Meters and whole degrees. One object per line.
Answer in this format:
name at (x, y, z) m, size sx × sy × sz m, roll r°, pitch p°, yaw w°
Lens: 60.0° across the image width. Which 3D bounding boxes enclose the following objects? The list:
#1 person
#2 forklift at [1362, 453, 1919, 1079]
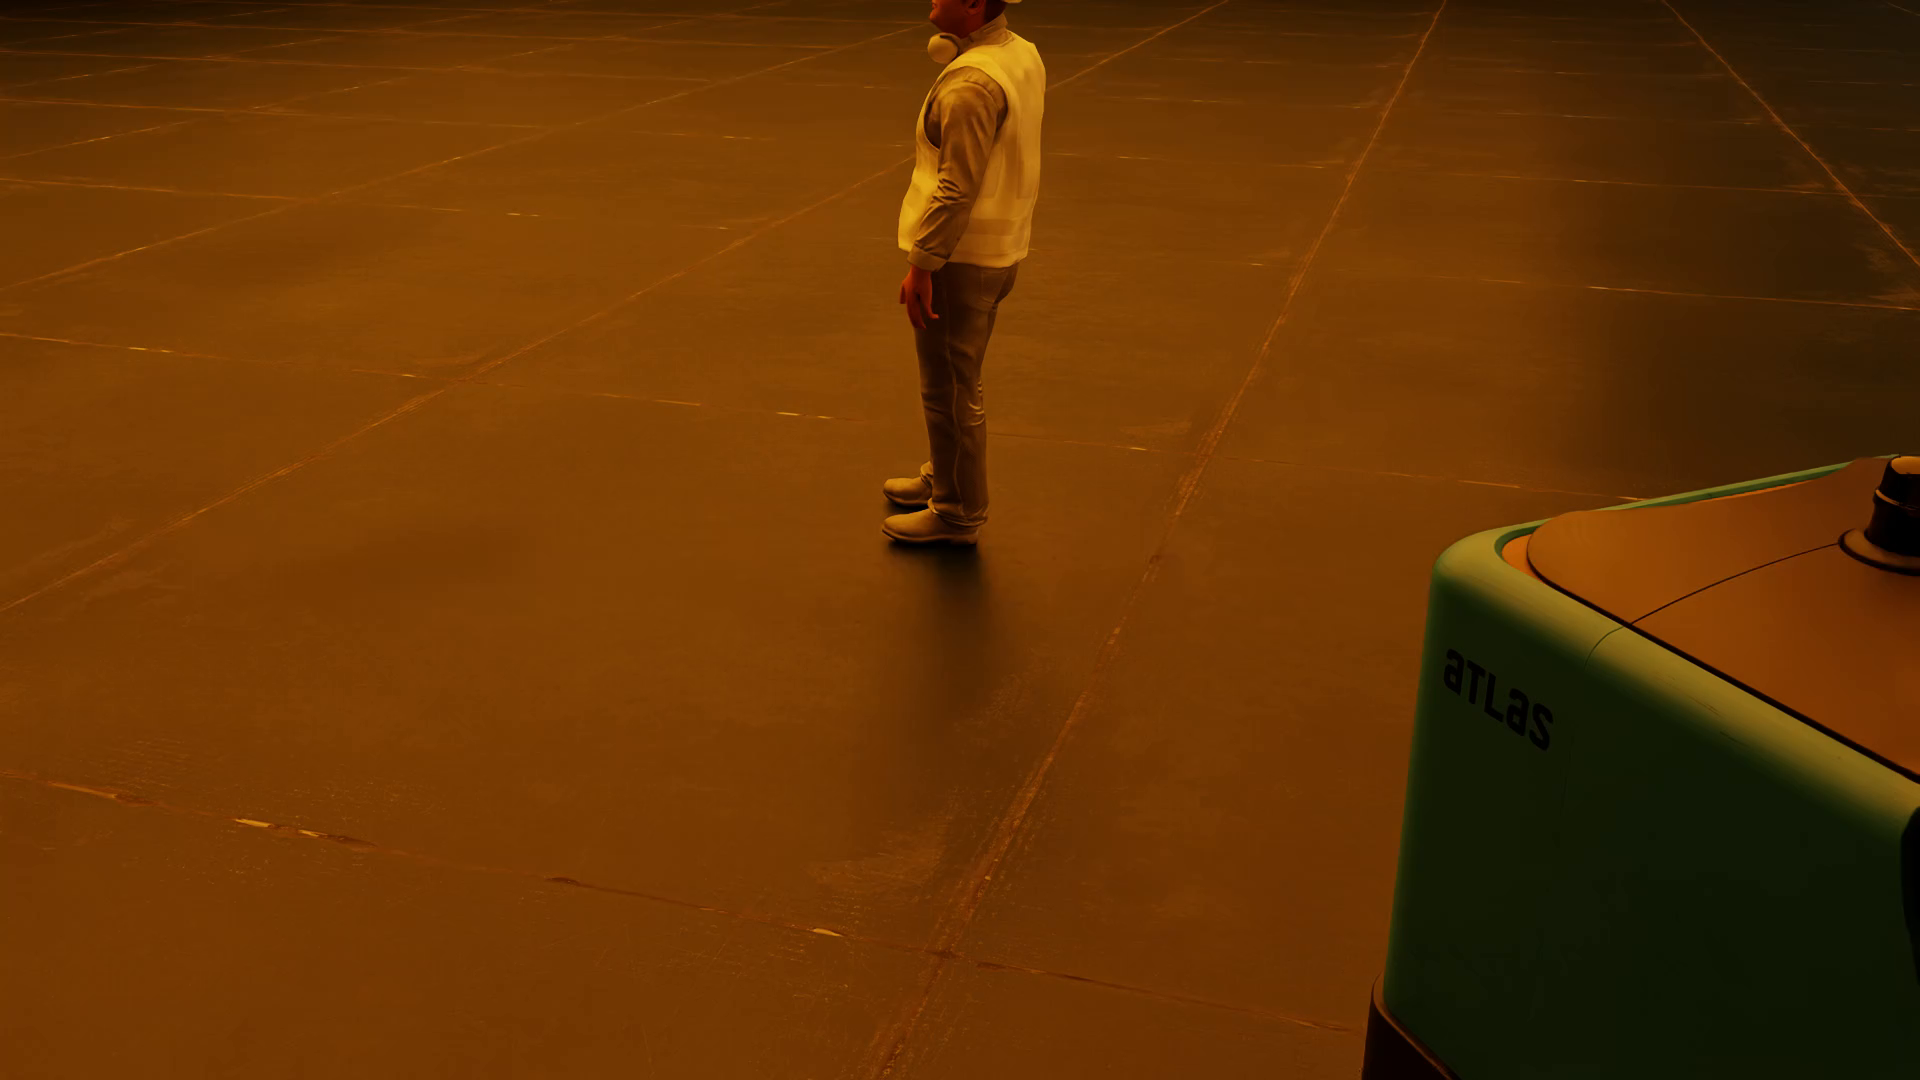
person at (-0.056, -0.837, 4.804) m, size 0.568 × 1.773 × 0.632 m, roll 7°, pitch 23°, yaw 16°
forklift at (1.694, 0.075, 1.098) m, size 1.130 × 2.935 × 3.031 m, roll -9°, pitch 24°, yaw -22°
